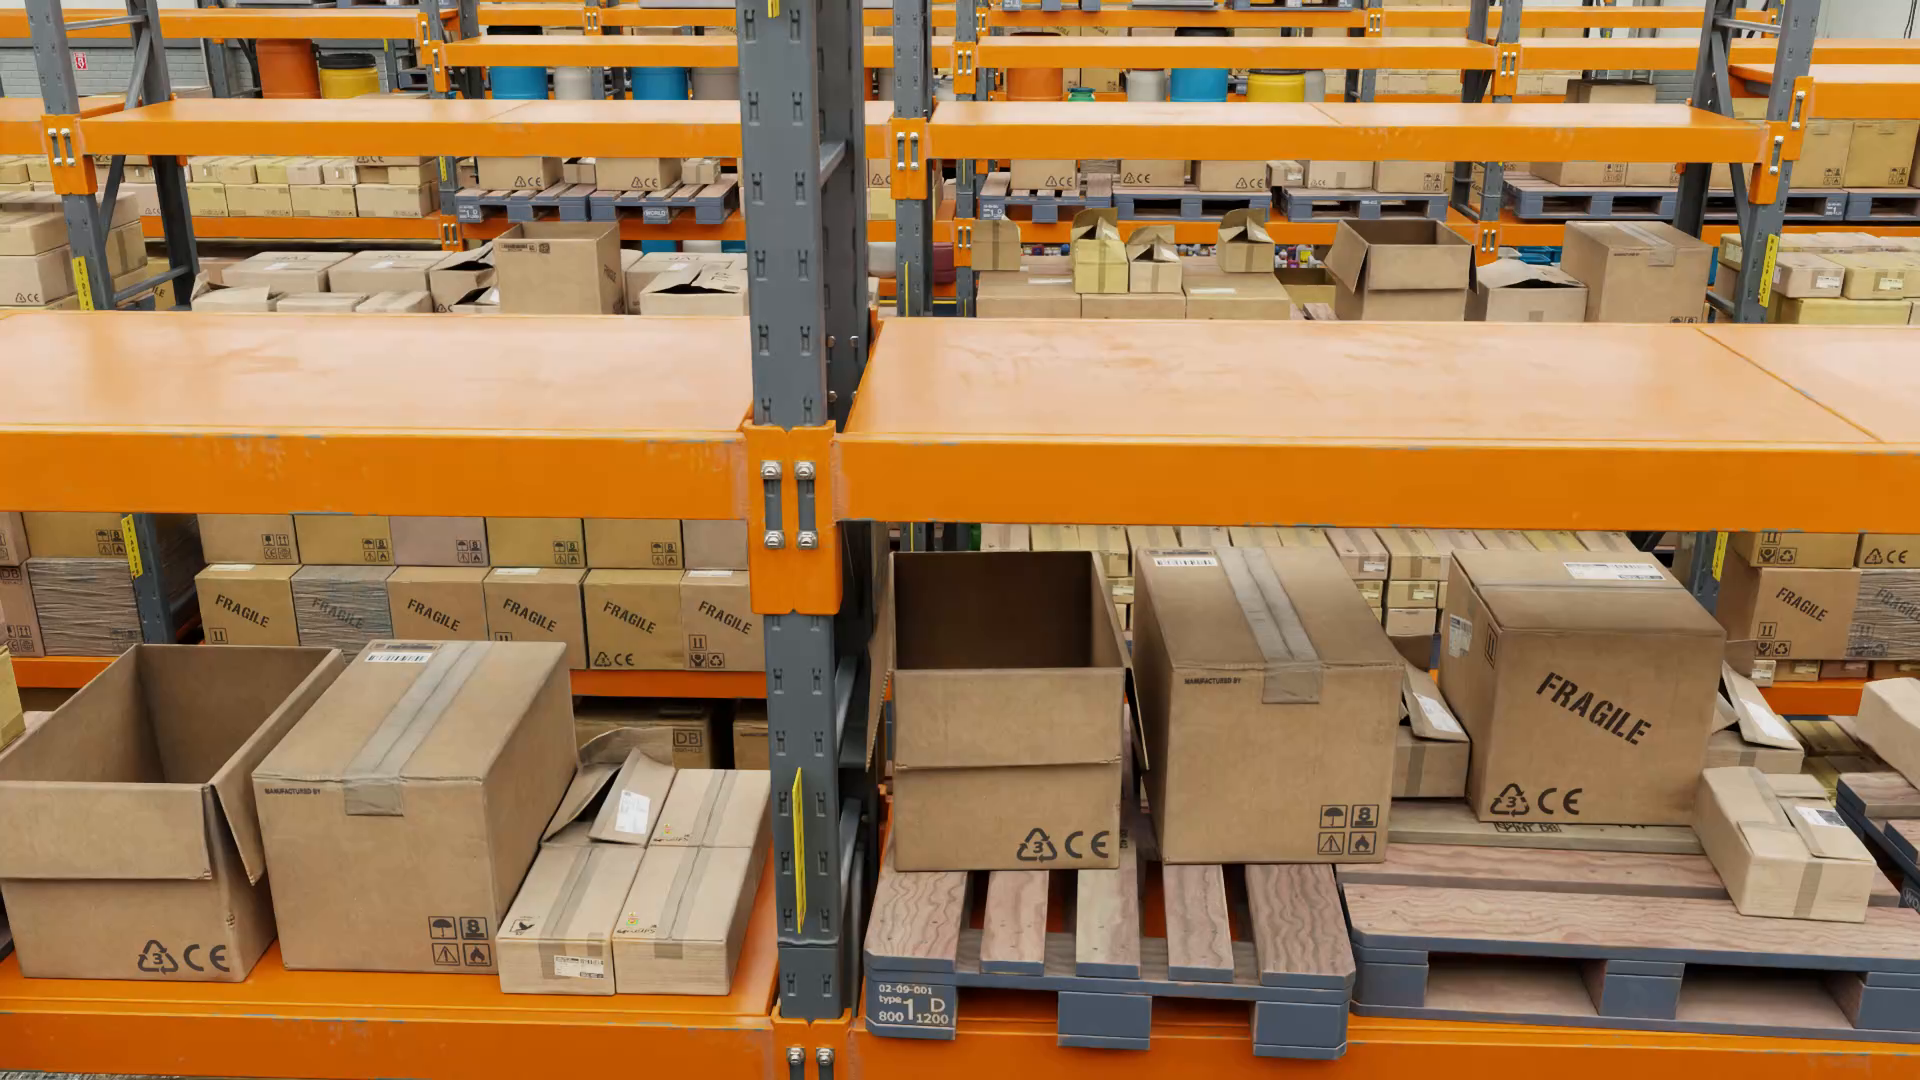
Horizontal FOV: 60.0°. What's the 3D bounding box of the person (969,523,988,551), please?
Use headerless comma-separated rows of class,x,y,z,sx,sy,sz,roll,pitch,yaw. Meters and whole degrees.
person,0.151,-0.274,12.376,0.386,1.791,0.573,-2,21,-5
